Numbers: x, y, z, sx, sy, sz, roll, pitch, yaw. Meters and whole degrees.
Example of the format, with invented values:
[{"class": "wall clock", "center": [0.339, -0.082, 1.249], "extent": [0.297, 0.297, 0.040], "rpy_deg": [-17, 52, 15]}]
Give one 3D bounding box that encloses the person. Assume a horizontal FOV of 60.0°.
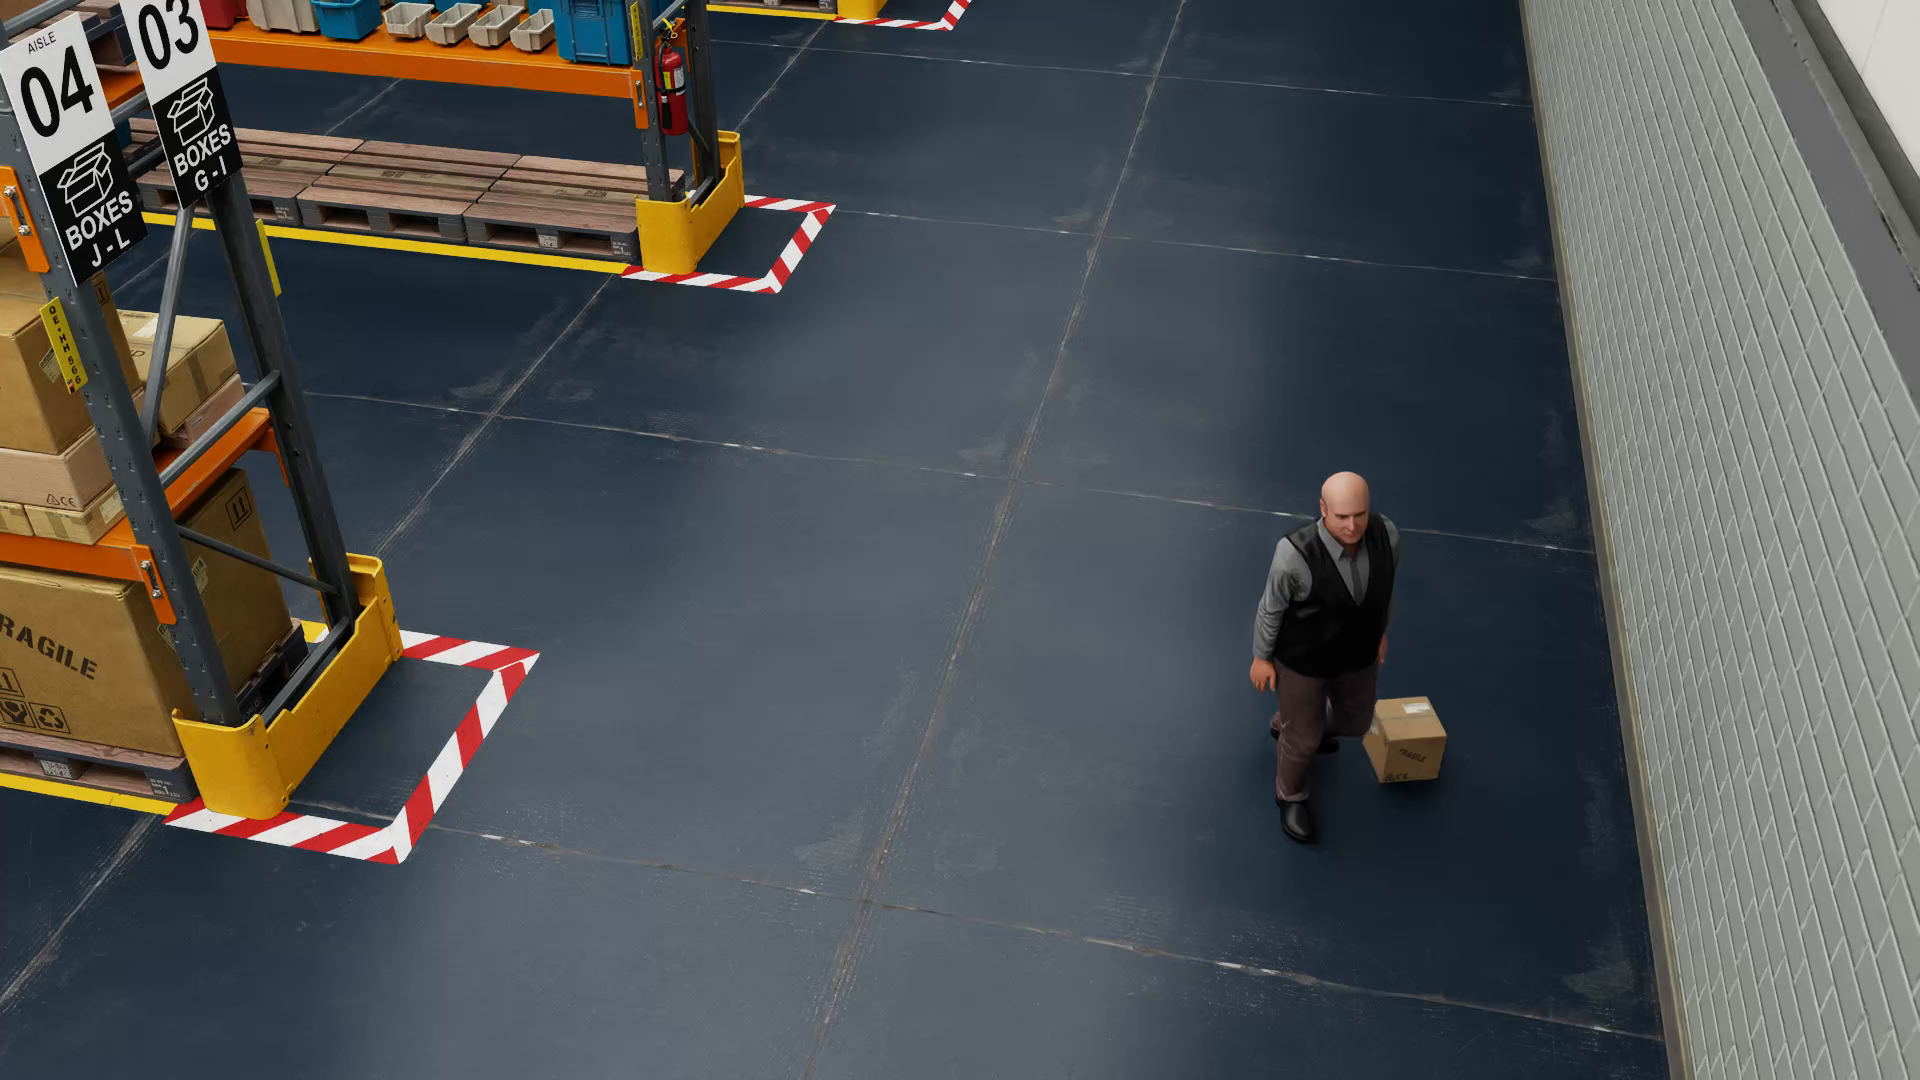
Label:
[{"class": "person", "center": [1.374, 0.386, 6.465], "extent": [0.593, 1.714, 0.549], "rpy_deg": [-13, 38, -17]}]
